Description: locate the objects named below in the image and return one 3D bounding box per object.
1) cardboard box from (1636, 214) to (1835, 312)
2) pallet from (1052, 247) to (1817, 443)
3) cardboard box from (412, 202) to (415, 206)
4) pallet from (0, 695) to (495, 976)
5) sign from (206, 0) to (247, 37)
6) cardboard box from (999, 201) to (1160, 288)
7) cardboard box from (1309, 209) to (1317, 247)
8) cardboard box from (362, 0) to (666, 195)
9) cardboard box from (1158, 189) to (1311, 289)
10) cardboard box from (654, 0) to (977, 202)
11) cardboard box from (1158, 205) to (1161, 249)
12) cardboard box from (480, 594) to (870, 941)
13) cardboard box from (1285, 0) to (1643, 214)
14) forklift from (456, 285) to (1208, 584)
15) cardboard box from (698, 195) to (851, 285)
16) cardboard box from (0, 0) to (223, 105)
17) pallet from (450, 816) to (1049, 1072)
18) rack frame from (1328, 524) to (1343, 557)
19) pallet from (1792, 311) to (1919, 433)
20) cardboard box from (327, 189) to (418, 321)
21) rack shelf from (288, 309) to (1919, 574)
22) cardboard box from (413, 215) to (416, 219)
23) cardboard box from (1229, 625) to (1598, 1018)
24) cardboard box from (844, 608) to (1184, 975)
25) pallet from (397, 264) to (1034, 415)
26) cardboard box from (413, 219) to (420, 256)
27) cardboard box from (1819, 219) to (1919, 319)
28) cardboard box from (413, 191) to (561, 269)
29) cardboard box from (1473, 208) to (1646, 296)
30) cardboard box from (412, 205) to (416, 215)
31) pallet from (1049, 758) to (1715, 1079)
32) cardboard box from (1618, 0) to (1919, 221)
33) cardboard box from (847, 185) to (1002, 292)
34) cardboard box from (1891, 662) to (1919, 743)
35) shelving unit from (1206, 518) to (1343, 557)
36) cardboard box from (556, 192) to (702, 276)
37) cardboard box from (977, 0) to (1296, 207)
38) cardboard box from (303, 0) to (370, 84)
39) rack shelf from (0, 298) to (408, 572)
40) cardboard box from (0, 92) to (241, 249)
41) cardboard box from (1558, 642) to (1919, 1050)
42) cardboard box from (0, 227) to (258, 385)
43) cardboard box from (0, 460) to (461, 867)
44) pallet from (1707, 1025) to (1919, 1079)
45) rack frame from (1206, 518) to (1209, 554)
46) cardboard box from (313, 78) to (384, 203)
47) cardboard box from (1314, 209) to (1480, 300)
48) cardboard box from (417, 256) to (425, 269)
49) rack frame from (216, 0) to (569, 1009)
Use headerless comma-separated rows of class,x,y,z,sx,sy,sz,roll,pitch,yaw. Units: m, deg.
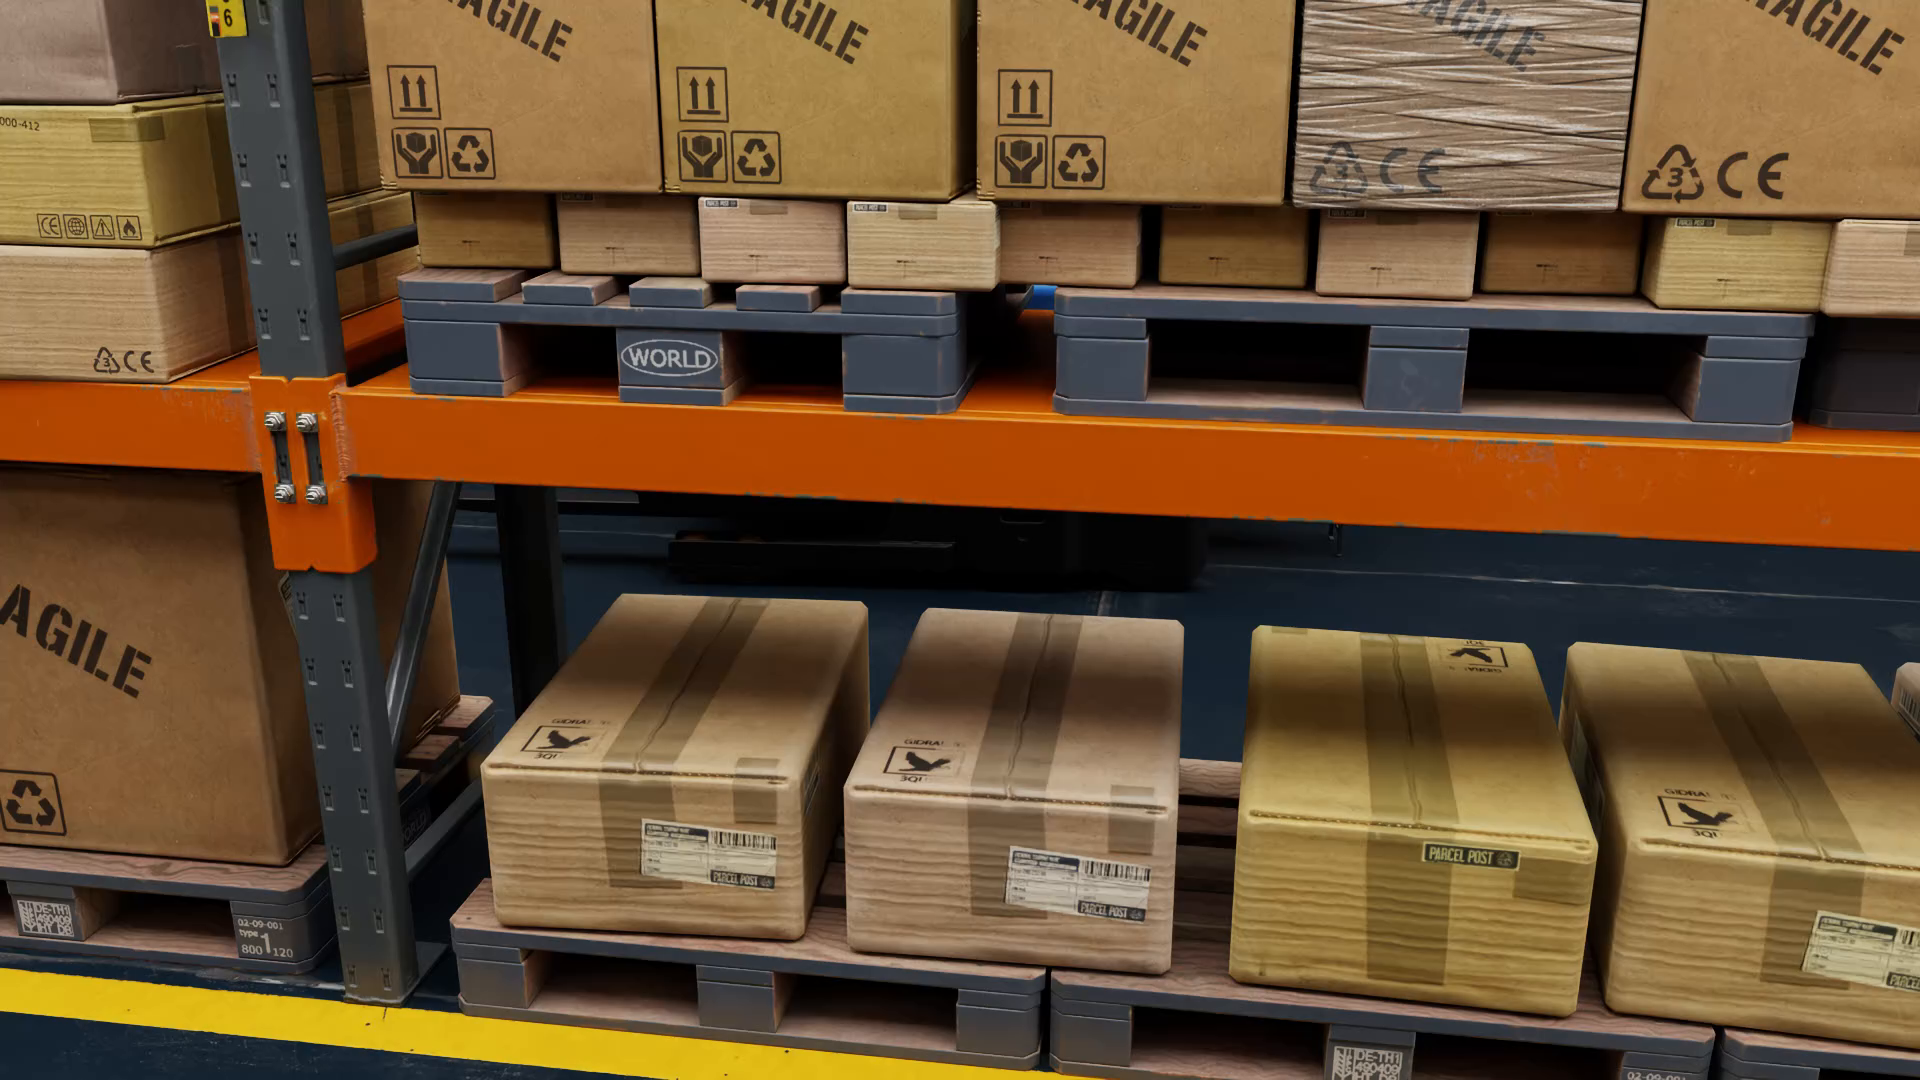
cardboard box,1.260,-0.492,2.779,0.250,0.149,0.380,3,19,9
pallet,0.829,-0.440,3.193,1.213,0.211,1.003,3,19,9
cardboard box,-3.130,-1.742,9.037,0.250,0.149,0.380,2,19,6
pallet,-1.899,0.641,4.054,1.213,0.211,1.003,3,19,9
sign,-1.217,-0.993,2.718,0.005,0.325,0.100,3,19,9
cardboard box,0.215,-0.562,2.990,0.250,0.149,0.380,4,19,12
cardboard box,0.771,-0.702,3.407,0.250,0.149,0.380,2,19,7
cardboard box,-0.725,-0.910,3.008,0.500,0.500,0.500,2,19,7
cardboard box,0.500,-0.560,2.984,0.250,0.149,0.380,4,19,11
cardboard box,-0.209,-0.886,2.936,0.500,0.500,0.500,4,19,11
cardboard box,0.510,-0.689,3.368,0.250,0.149,0.380,3,19,9
cardboard box,-0.576,0.461,3.678,0.625,0.372,0.950,2,19,5
cardboard box,0.809,-0.834,2.780,0.500,0.500,0.500,2,19,7
forklift,-0.621,-1.405,5.882,3.031,2.935,1.130,1,19,4
cardboard box,-0.304,-0.570,3.014,0.250,0.149,0.380,2,19,5
cardboard box,-1.684,-1.083,3.080,0.500,0.500,0.500,2,19,7
pallet,-0.361,0.744,3.746,1.213,0.211,1.003,3,19,9
rack frame,1.403,-0.545,6.042,0.015,1.200,0.240,1,19,4
pallet,2.086,-0.409,3.102,1.213,0.211,1.003,3,19,9
cardboard box,-1.575,-0.650,3.755,0.500,0.250,0.500,3,19,8
rack shelf,0.843,-0.176,3.235,4.000,0.370,1.077,3,19,9
cardboard box,-2.931,-1.561,8.498,0.250,0.149,0.380,3,19,9
cardboard box,0.902,0.535,3.455,0.625,0.372,0.950,4,19,10
cardboard box,0.154,0.495,3.575,0.625,0.372,0.950,3,19,8
pallet,-0.412,-0.524,3.445,1.003,0.211,1.213,3,19,9
cardboard box,-2.687,-1.548,8.458,0.250,0.149,0.380,4,19,11
cardboard box,1.496,-0.468,2.709,0.250,0.149,0.380,3,19,9
cardboard box,-0.841,-0.623,3.172,0.250,0.149,0.380,2,19,5
cardboard box,1.017,-0.537,2.915,0.250,0.149,0.380,2,19,7
cardboard box,-2.866,-1.711,8.945,0.250,0.149,0.380,3,19,10
pallet,0.840,0.807,3.560,1.213,0.211,1.003,3,19,9
cardboard box,1.326,-0.808,2.702,0.500,0.500,0.500,4,19,11
cardboard box,-0.036,-0.550,2.953,0.250,0.149,0.380,3,19,9
cardboard box,2.299,0.605,3.247,0.625,0.372,0.950,3,19,9
shelving unit,1.160,-0.551,6.059,0.503,1.200,0.258,1,19,4
cardboard box,-0.567,-0.598,3.098,0.250,0.149,0.380,2,19,5
cardboard box,0.316,-0.862,2.863,0.500,0.500,0.500,3,19,10
cardboard box,-1.580,-1.241,3.551,0.500,0.500,0.500,2,19,7
rack shelf,-3.107,-0.377,3.837,4.000,0.370,1.077,3,19,9
cardboard box,-1.651,-0.728,3.201,0.500,0.250,0.500,3,19,8
cardboard box,1.589,0.570,3.352,0.625,0.372,0.950,4,19,12
cardboard box,-1.673,-0.491,3.279,0.500,0.250,0.500,2,19,7
cardboard box,-1.801,0.130,3.874,0.875,0.875,0.875,3,19,8
pallet,2.048,0.867,3.379,1.213,0.211,1.003,3,19,9
rack frame,0.917,-0.557,6.076,0.015,1.200,0.240,1,19,4
cardboard box,-1.593,-0.887,3.674,0.500,0.250,0.500,3,19,8
cardboard box,0.747,-0.527,2.884,0.250,0.149,0.380,4,19,10
cardboard box,-2.837,-1.243,8.568,0.500,0.500,0.500,2,19,7
rack frame,-1.132,-0.618,3.422,0.127,3.000,1.000,3,19,9
